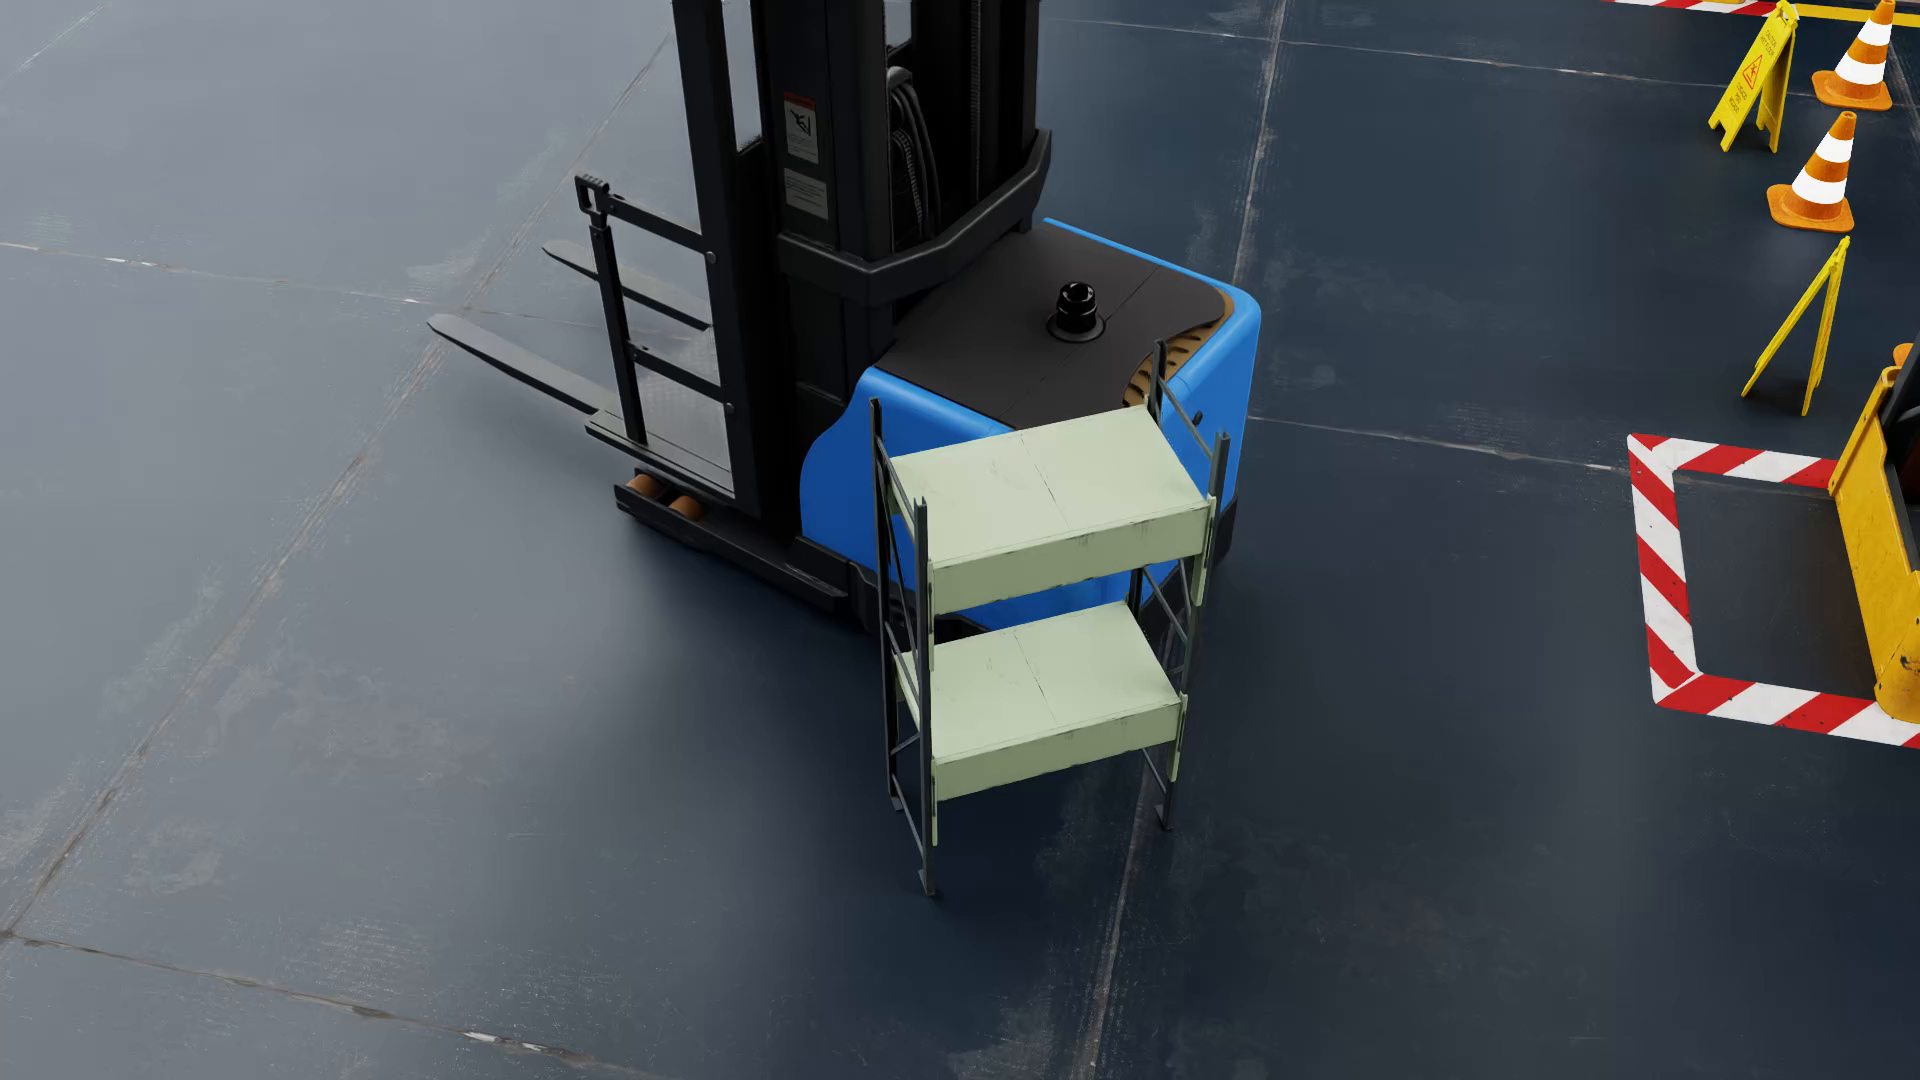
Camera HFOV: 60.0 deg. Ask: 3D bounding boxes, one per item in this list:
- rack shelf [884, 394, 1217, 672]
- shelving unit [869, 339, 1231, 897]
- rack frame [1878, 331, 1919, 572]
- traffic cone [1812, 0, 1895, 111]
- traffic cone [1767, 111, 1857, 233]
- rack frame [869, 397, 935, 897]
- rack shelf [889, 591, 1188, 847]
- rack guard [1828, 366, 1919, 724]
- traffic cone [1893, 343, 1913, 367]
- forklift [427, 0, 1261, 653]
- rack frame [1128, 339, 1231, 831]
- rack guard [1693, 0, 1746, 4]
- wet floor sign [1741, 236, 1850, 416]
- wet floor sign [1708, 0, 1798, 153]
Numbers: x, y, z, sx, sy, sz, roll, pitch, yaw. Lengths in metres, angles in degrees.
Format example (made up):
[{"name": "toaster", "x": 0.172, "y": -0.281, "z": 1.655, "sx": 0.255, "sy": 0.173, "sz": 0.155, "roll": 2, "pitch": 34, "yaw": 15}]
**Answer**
[{"name": "rack shelf", "x": 0.204, "y": -0.025, "z": 4.132, "sx": 0.720, "sy": 0.370, "sz": 0.431, "roll": -13, "pitch": 45, "yaw": -13}, {"name": "shelving unit", "x": 0.204, "y": 0.256, "z": 4.403, "sx": 0.755, "sy": 1.500, "sz": 0.431, "roll": -13, "pitch": 45, "yaw": -13}, {"name": "rack frame", "x": 3.088, "y": -0.909, "z": 4.531, "sx": 0.127, "sy": 3.000, "sz": 1.000, "roll": 9, "pitch": 45, "yaw": 9}, {"name": "traffic cone", "x": 4.279, "y": -2.318, "z": 7.825, "sx": 0.334, "sy": 0.463, "sz": 0.336, "roll": 9, "pitch": 45, "yaw": 9}, {"name": "traffic cone", "x": 3.700, "y": -1.605, "z": 7.084, "sx": 0.334, "sy": 0.463, "sz": 0.336, "roll": 9, "pitch": 45, "yaw": 9}, {"name": "rack frame", "x": -0.144, "y": 0.335, "z": 4.321, "sx": 0.023, "sy": 1.500, "sz": 0.400, "roll": -13, "pitch": 45, "yaw": -13}, {"name": "rack shelf", "x": 0.204, "y": 0.491, "z": 4.629, "sx": 0.720, "sy": 0.370, "sz": 0.431, "roll": -13, "pitch": 45, "yaw": -13}, {"name": "rack guard", "x": 3.162, "y": 0.003, "z": 5.386, "sx": 0.348, "sy": 0.500, "sz": 1.175, "roll": 9, "pitch": 45, "yaw": 9}, {"name": "traffic cone", "x": 3.790, "y": -0.802, "z": 6.250, "sx": 0.334, "sy": 0.463, "sz": 0.336, "roll": 9, "pitch": 45, "yaw": 9}, {"name": "forklift", "x": -0.585, "y": -1.317, "z": 5.004, "sx": 3.031, "sy": 2.935, "sz": 1.130, "roll": 26, "pitch": 49, "yaw": 24}, {"name": "rack frame", "x": 0.552, "y": 0.177, "z": 4.485, "sx": 0.023, "sy": 1.500, "sz": 0.400, "roll": -13, "pitch": 45, "yaw": -13}, {"name": "rack guard", "x": 4.047, "y": -3.377, "z": 8.898, "sx": 0.348, "sy": 0.500, "sz": 1.175, "roll": 9, "pitch": 45, "yaw": 9}, {"name": "wet floor sign", "x": 3.136, "y": -0.813, "z": 6.130, "sx": 0.232, "sy": 0.644, "sz": 0.267, "roll": 24, "pitch": 49, "yaw": 23}, {"name": "wet floor sign", "x": 3.610, "y": -2.090, "z": 7.456, "sx": 0.232, "sy": 0.644, "sz": 0.267, "roll": 2, "pitch": 44, "yaw": 2}]
